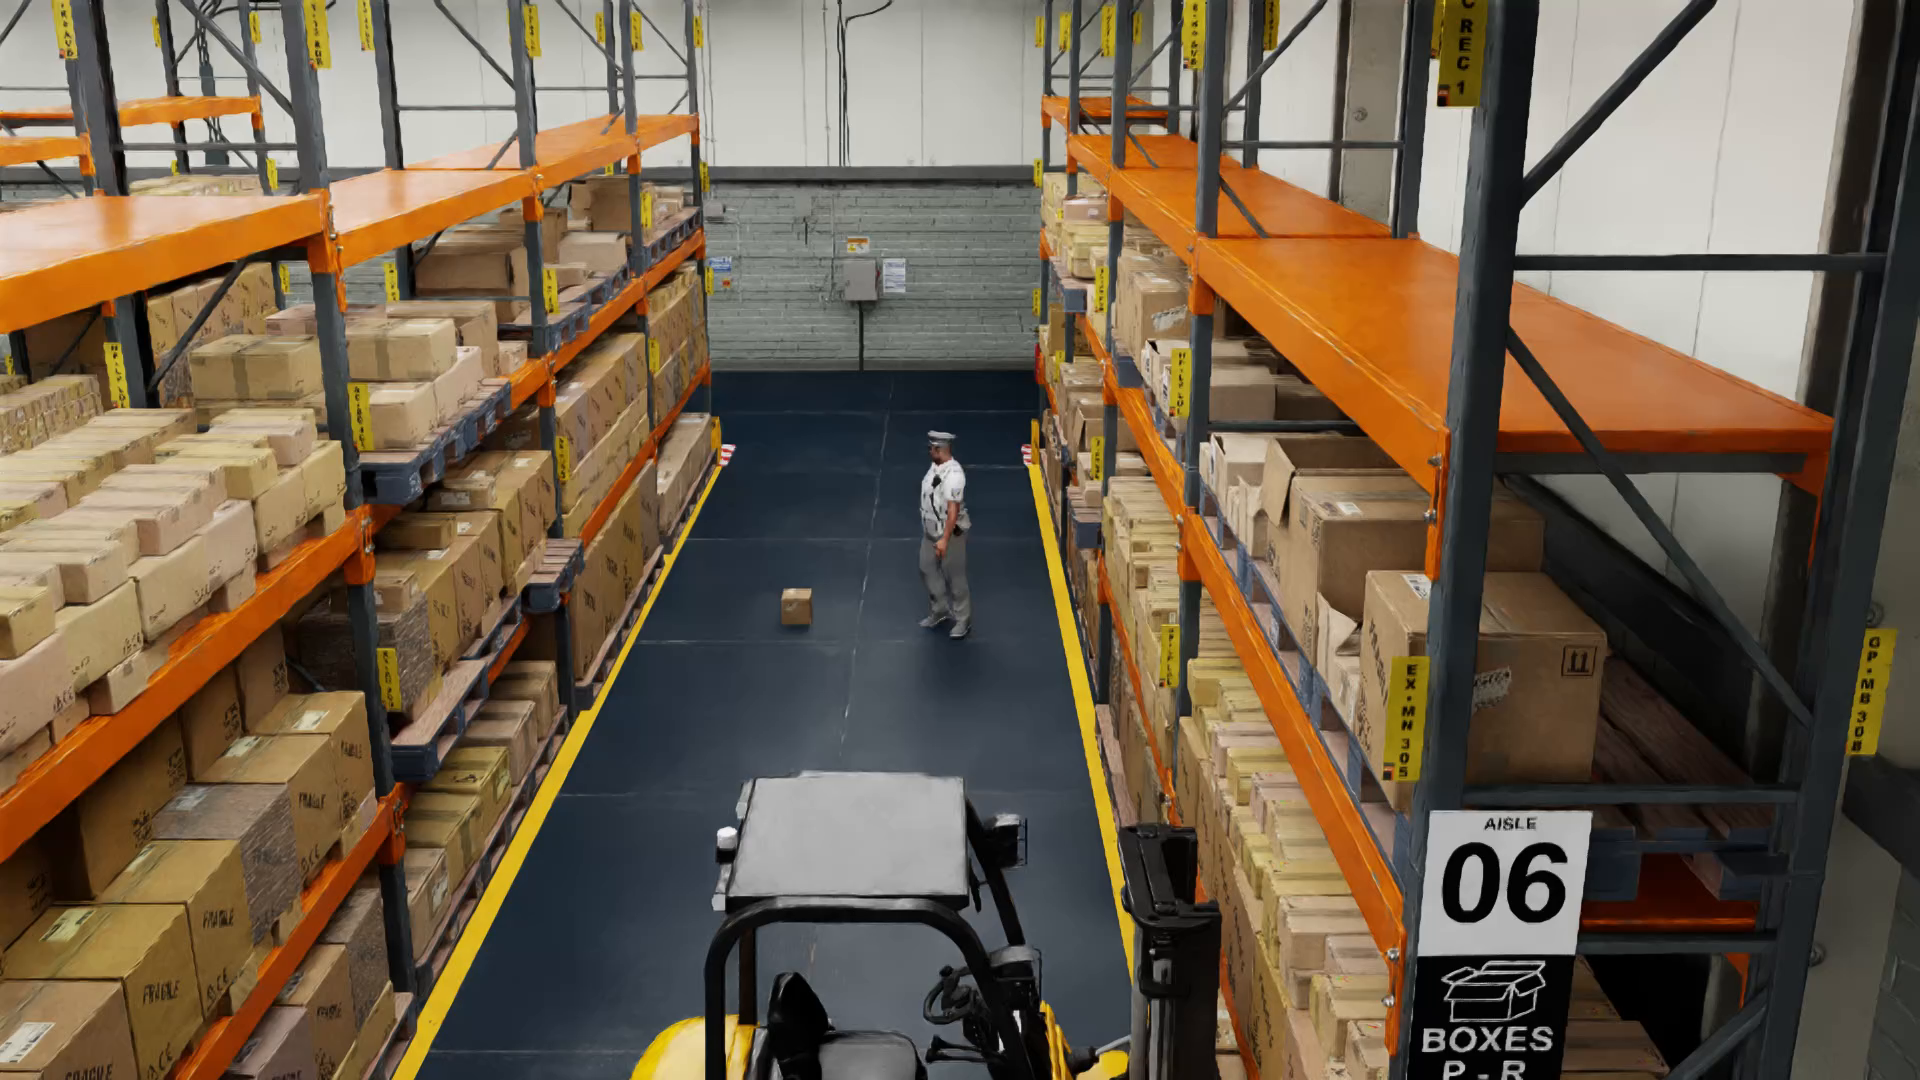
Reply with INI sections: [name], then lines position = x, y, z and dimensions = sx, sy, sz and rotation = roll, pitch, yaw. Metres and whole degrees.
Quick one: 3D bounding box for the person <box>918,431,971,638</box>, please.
[person]
position = -0.146, -0.037, 14.267
dimensions = 0.432, 1.801, 0.602
rotation = -9, 19, -28
